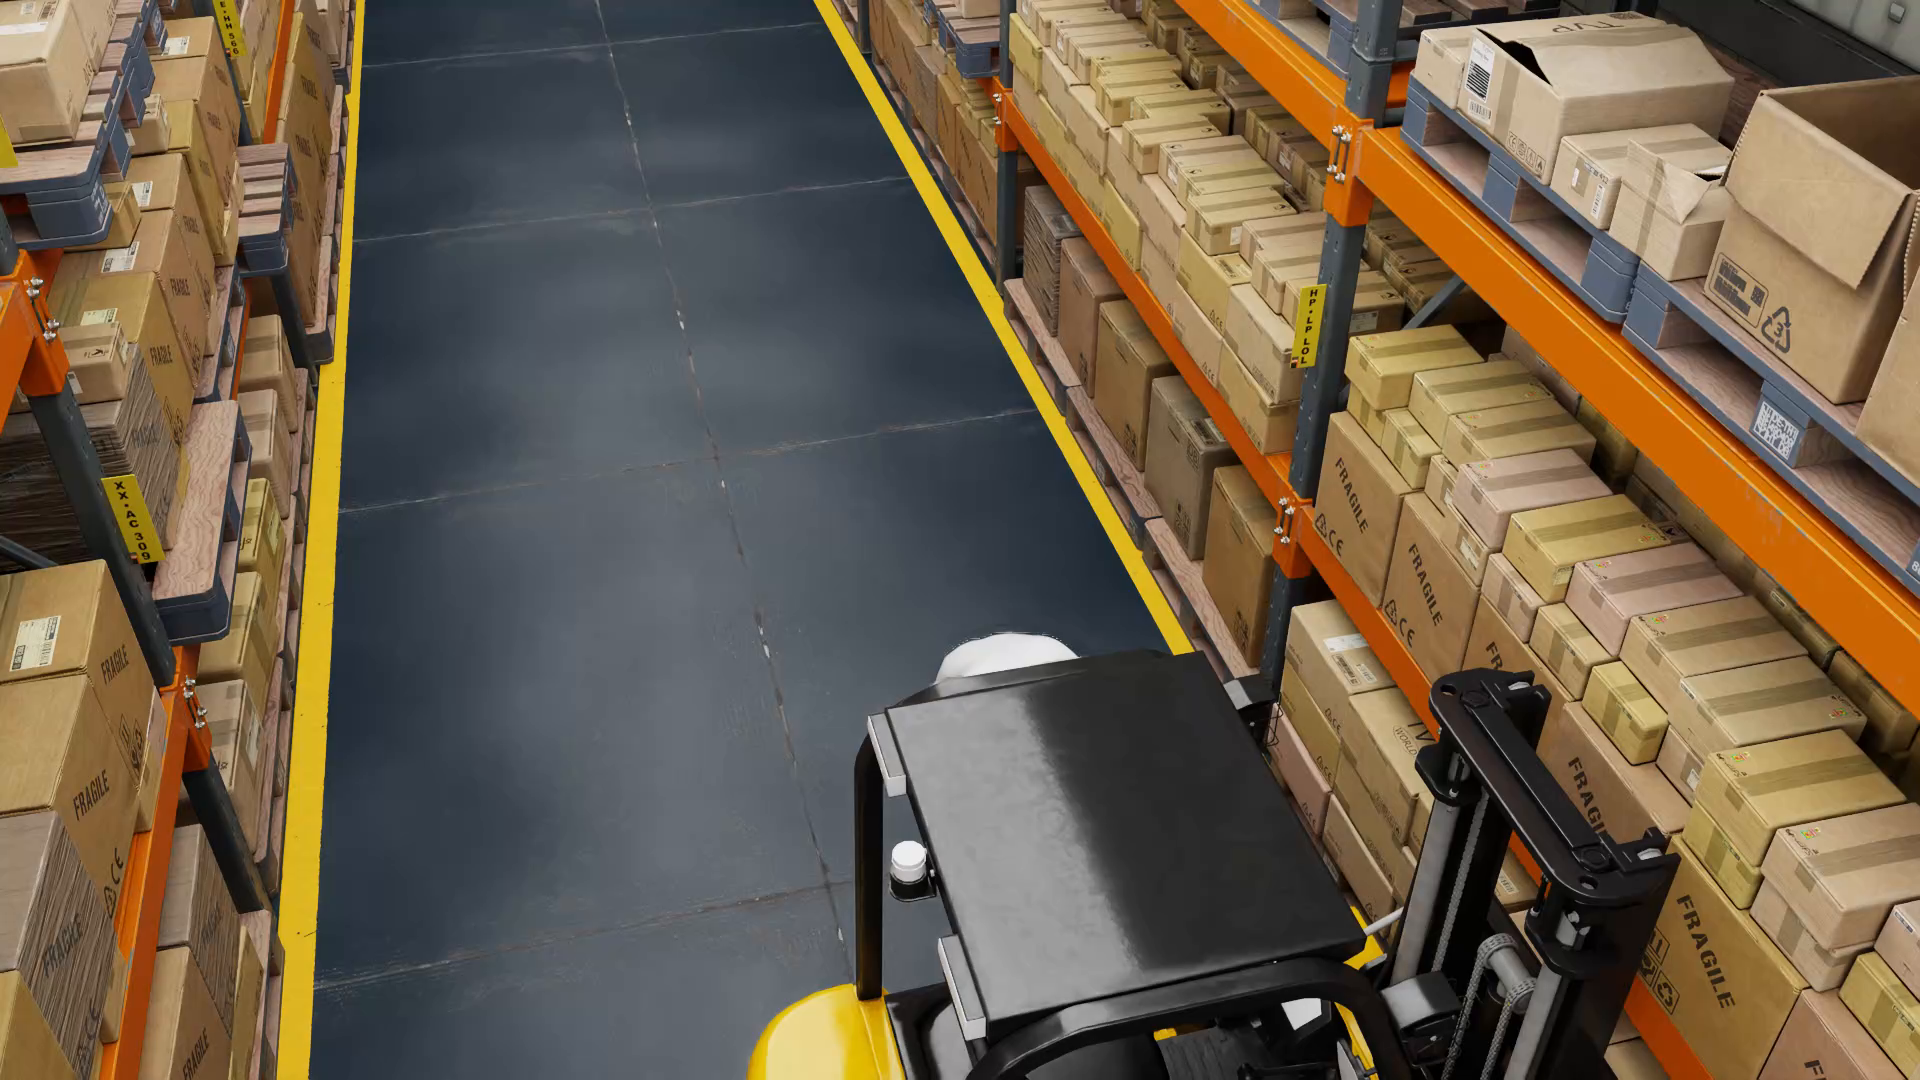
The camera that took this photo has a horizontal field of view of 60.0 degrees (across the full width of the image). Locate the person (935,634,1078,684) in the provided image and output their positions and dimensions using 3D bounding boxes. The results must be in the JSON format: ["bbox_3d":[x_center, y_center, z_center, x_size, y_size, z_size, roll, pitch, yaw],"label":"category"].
[{"bbox_3d":[0.206,0.738,6.422,0.613,0.986,0.910,-9,39,-12],"label":"person"}]
